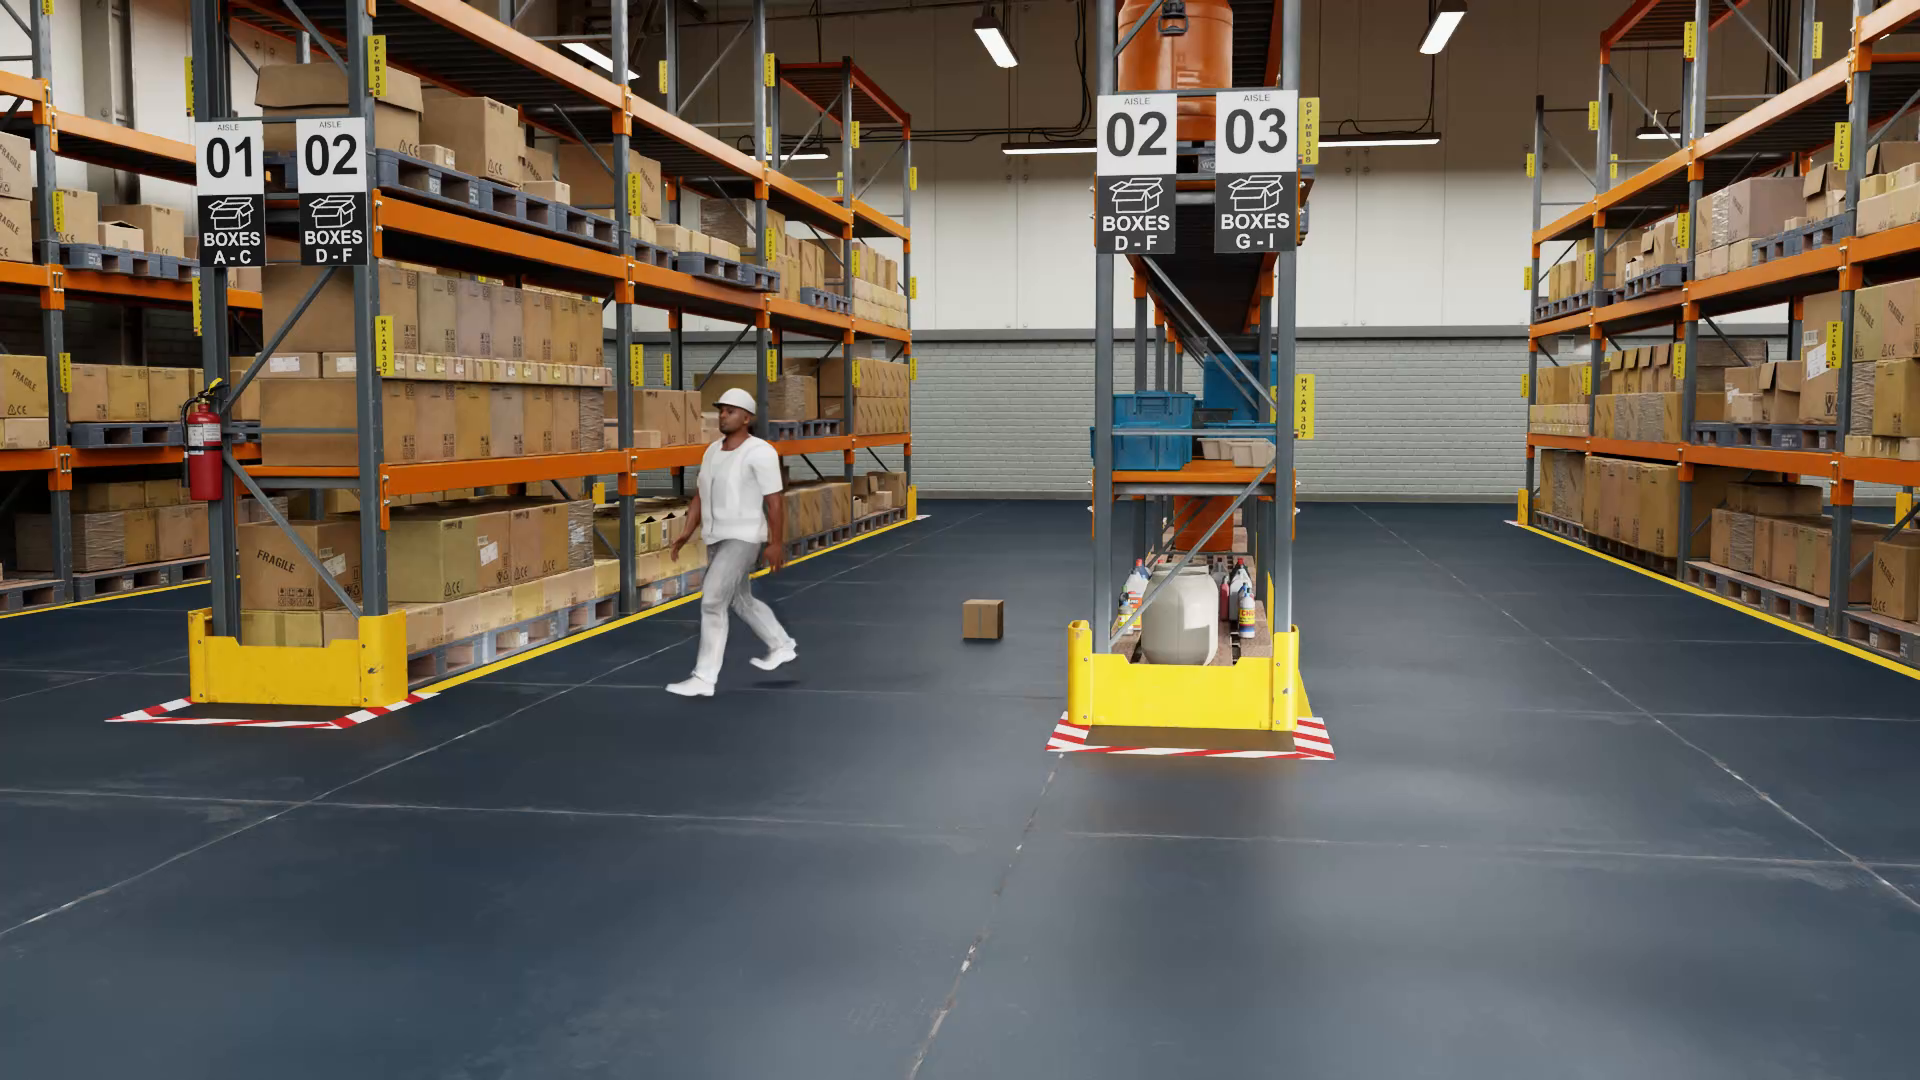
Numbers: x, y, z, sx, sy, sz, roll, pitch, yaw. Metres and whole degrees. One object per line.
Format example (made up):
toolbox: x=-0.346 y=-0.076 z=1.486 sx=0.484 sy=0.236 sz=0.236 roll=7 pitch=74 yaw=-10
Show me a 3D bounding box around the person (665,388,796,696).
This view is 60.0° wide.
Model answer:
person: x=-1.314 y=-0.006 z=9.546 sx=1.038 sy=1.725 sz=0.552 roll=-4 pitch=6 yaw=-42
